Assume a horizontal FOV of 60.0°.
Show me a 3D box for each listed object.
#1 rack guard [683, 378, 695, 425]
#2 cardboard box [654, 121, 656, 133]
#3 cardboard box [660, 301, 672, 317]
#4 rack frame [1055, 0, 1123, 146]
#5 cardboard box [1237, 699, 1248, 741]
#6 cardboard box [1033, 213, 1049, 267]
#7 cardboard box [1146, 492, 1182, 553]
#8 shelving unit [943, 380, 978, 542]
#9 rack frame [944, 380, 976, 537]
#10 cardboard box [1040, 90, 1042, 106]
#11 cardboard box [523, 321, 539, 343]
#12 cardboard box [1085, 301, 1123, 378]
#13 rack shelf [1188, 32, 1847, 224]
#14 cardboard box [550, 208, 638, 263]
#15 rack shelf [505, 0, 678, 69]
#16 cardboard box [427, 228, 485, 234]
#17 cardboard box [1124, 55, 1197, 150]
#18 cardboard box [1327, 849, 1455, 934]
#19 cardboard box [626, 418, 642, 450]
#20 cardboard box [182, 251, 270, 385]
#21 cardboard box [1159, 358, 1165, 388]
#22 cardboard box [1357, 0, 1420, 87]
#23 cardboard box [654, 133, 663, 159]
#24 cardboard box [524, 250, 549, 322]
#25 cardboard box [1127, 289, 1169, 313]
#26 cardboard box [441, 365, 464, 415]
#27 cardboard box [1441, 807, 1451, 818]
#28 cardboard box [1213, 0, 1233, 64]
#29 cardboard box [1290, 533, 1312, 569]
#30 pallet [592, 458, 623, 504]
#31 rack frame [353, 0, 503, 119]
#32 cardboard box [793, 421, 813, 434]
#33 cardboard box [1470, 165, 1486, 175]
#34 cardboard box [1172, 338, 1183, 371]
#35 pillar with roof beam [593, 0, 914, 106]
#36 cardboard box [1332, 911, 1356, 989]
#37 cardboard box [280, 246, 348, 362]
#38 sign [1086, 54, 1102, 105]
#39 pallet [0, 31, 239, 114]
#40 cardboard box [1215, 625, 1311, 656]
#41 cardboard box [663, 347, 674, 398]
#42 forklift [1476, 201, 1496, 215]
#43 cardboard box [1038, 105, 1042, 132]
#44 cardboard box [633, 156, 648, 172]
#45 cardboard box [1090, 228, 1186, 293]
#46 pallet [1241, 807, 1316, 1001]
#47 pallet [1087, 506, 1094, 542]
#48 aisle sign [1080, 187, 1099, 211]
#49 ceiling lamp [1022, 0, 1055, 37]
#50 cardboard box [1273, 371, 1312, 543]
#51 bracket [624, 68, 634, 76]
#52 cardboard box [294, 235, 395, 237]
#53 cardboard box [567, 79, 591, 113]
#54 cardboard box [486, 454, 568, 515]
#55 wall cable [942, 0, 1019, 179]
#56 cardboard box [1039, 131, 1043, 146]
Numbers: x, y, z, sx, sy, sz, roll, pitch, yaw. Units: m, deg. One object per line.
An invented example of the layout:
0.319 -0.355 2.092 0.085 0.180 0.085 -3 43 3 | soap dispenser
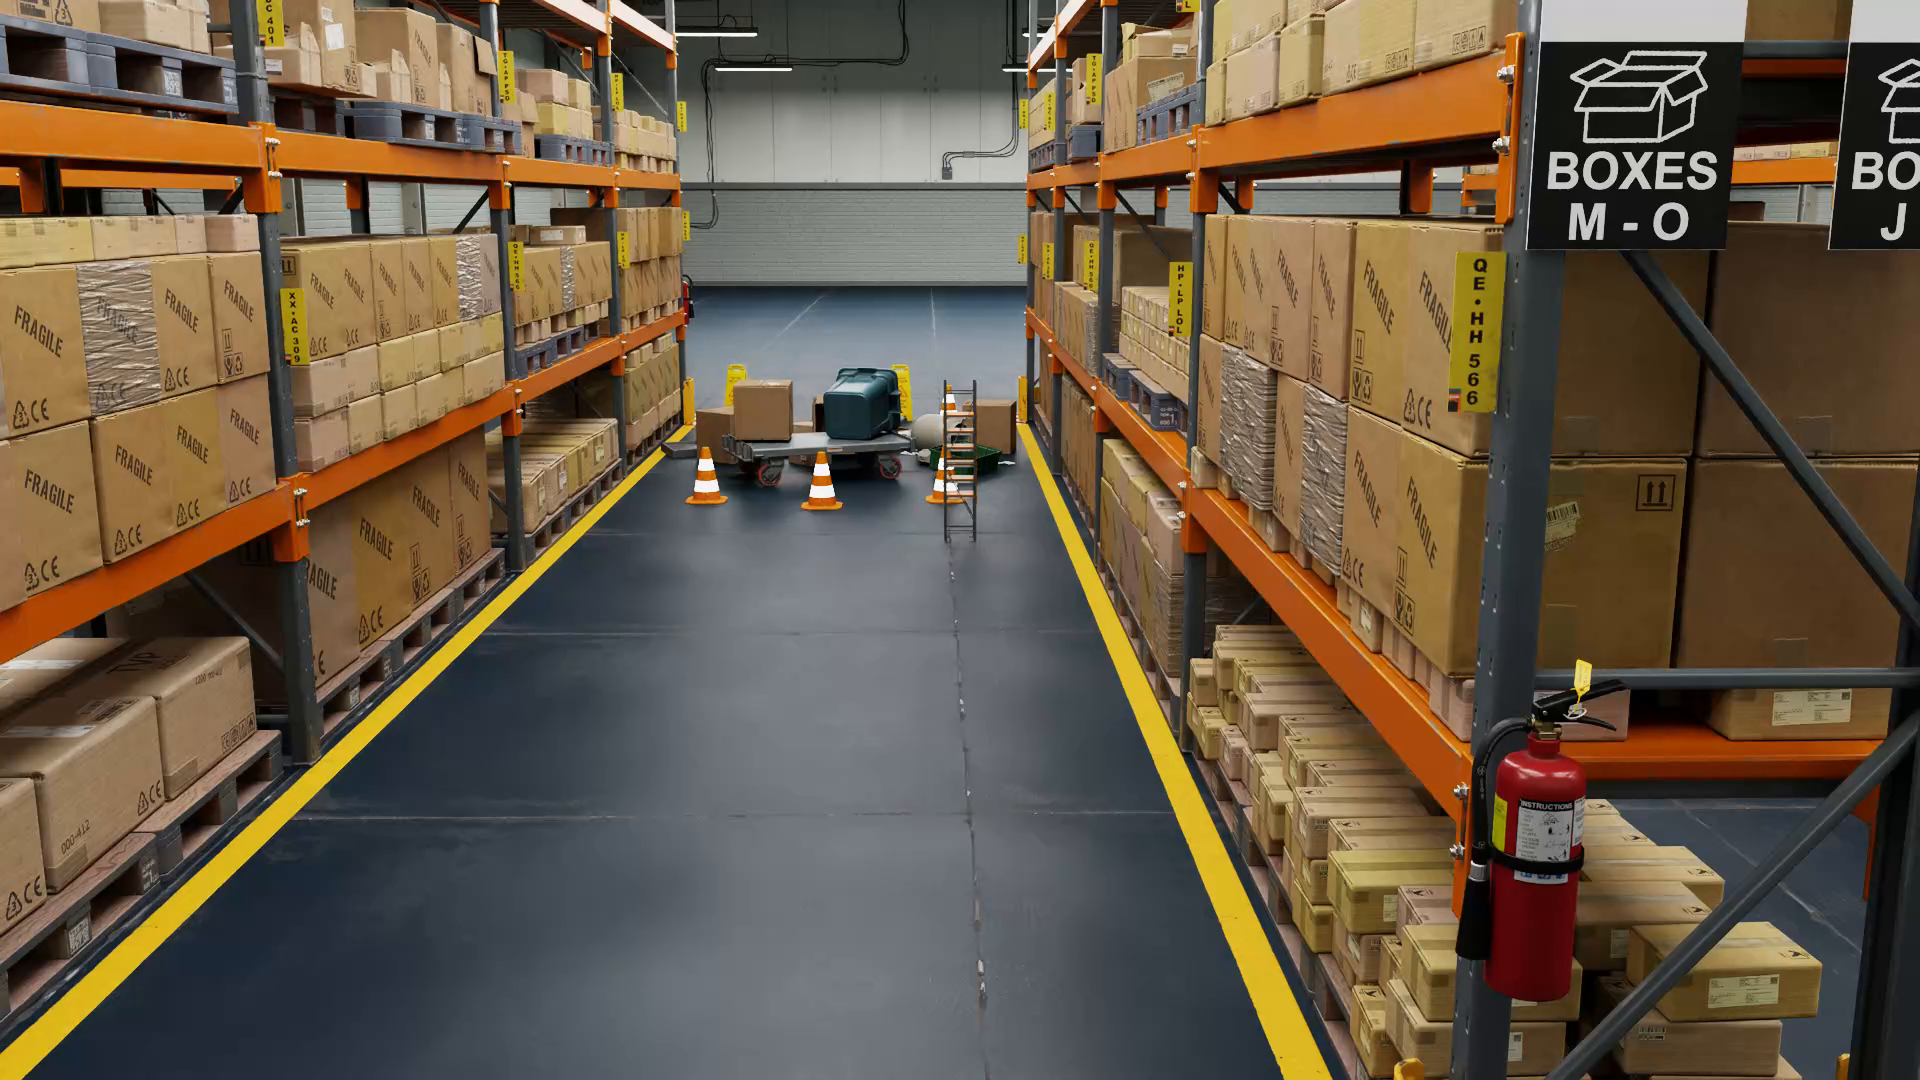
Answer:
-3.668 -1.598 19.180 1.175 0.500 0.348 0 11 -1 | rack guard
-3.423 -4.358 17.575 0.380 0.149 0.250 0 11 -1 | cardboard box
-3.313 -2.490 17.920 0.380 0.149 0.250 0 11 0 | cardboard box
1.360 -5.024 14.690 1.000 3.000 0.127 0 11 -1 | rack frame
1.349 0.724 6.814 0.380 0.149 0.250 0 11 -1 | cardboard box
1.225 -3.187 17.630 0.875 0.550 0.550 0 11 -1 | cardboard box
1.260 -0.091 8.808 0.500 0.250 0.500 0 11 2 | cardboard box
0.000 -0.591 12.454 0.258 1.200 0.189 0 11 -1 | shelving unit
-0.002 -0.609 12.544 0.240 1.200 0.006 0 11 -1 | rack frame
1.002 -4.450 16.722 0.380 0.149 0.250 0 11 0 | cardboard box
-3.257 -1.507 12.020 0.380 0.149 0.250 -1 12 -5 | cardboard box
1.165 -1.426 11.793 0.500 0.500 0.500 0 11 -1 | cardboard box
1.566 -1.213 5.261 1.077 0.370 4.000 0 11 -1 | rack shelf
-3.379 -2.817 15.383 0.700 0.500 0.500 0 11 -2 | cardboard box
-3.628 -5.027 16.522 1.077 0.370 4.000 0 11 -1 | rack shelf
-3.820 -2.291 12.619 0.380 0.149 0.250 -1 11 -4 | cardboard box
1.221 -2.494 9.514 0.500 0.500 0.500 0 11 -1 | cardboard box
1.263 0.996 4.723 0.380 0.149 0.250 0 11 -2 | cardboard box
-3.329 -1.020 15.902 0.500 0.250 0.500 -1 11 -4 | cardboard box
-3.136 -0.899 6.682 0.500 0.500 0.500 0 11 -2 | cardboard box
1.289 -0.913 9.092 0.380 0.149 0.250 0 11 1 | cardboard box
1.316 -1.286 4.185 0.500 0.250 0.500 0 11 -1 | cardboard box
-3.365 -4.077 17.196 0.500 0.250 0.500 0 11 0 | cardboard box
-3.300 -1.843 12.042 0.500 0.500 0.500 0 11 2 | cardboard box
1.266 -1.517 10.571 0.380 0.149 0.250 -1 11 -3 | cardboard box
-3.214 -0.874 9.698 0.500 0.250 0.500 0 11 -2 | cardboard box
1.767 0.981 5.543 0.380 0.149 0.250 0 11 2 | cardboard box
1.295 -2.038 6.638 0.500 0.250 0.500 0 11 1 | cardboard box
1.331 0.002 5.637 0.380 0.149 0.250 0 11 1 | cardboard box
-3.570 -0.522 14.601 1.003 0.211 1.213 0 11 -1 | pallet
-3.505 -4.188 10.571 1.000 3.000 0.127 0 11 -1 | rack frame
-1.623 -1.189 18.047 0.380 0.149 0.250 6 13 28 | cardboard box
5.990 -4.179 18.446 0.500 0.250 0.500 0 11 1 | cardboard box
1.300 -0.956 8.556 0.380 0.149 0.250 -1 11 -3 | cardboard box
-5.835 -11.597 47.087 9.100 9.000 0.548 0 11 -1 | pillar with roof beam
1.344 1.237 5.034 0.380 0.149 0.250 0 11 -1 | cardboard box
-3.144 -1.081 7.576 0.500 0.500 0.500 0 11 0 | cardboard box
0.887 -3.050 11.006 0.100 0.325 0.005 0 11 -1 | sign
-3.415 -1.717 6.157 1.003 0.211 1.213 0 11 -1 | pallet
1.325 0.476 7.288 0.380 0.149 0.250 0 11 1 | cardboard box
-3.378 -1.802 17.872 0.500 0.500 0.500 0 11 1 | cardboard box
3.881 -1.103 10.626 1.130 2.935 3.031 1 12 5 | forklift
1.063 -4.278 16.879 0.500 0.250 0.500 0 11 -1 | cardboard box
-3.287 -3.710 16.389 0.380 0.149 0.250 0 11 -2 | cardboard box
1.408 -2.221 13.196 0.700 0.500 0.500 0 11 -2 | cardboard box
1.602 1.250 5.869 1.003 0.211 1.213 0 11 -1 | pallet
1.501 -0.079 12.418 1.003 0.211 1.213 0 11 -1 | pallet
1.576 -4.168 19.023 0.394 0.787 0.004 0 11 -1 | aisle sign
2.266 -11.910 33.953 2.000 3.185 0.800 0 11 -1 | ceiling lamp
1.316 -0.284 5.414 0.500 0.500 0.500 0 11 2 | cardboard box
-9.842 -13.898 49.378 0.235 0.232 0.430 0 11 -1 | bracket
-3.719 -1.590 10.084 0.500 0.500 0.500 0 11 -1 | cardboard box
-3.448 -3.776 14.147 0.500 0.250 0.500 0 11 0 | cardboard box
-3.530 -0.425 12.664 0.950 0.372 0.625 0 11 -2 | cardboard box
0.614 -13.872 49.752 2.305 6.003 0.169 0 11 -1 | wall cable
1.000 -4.060 16.807 0.380 0.149 0.250 0 11 -1 | cardboard box
